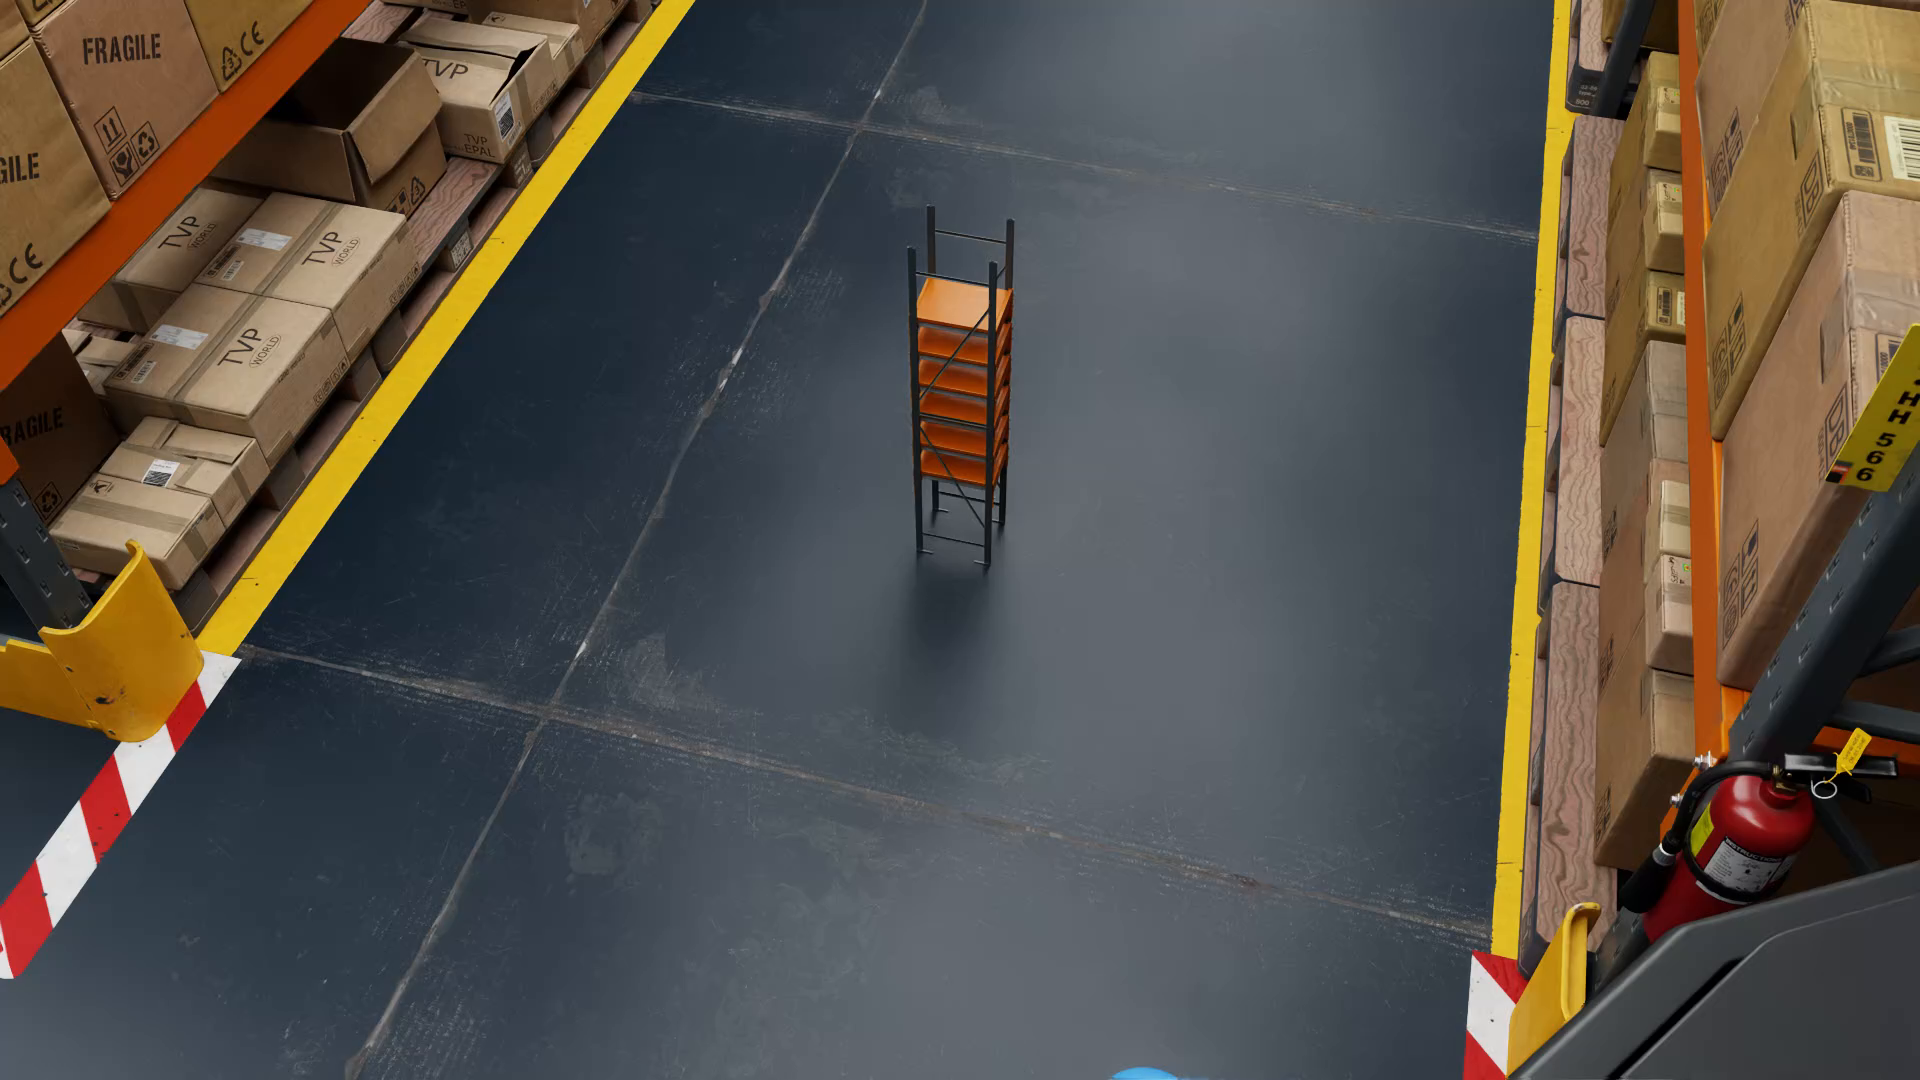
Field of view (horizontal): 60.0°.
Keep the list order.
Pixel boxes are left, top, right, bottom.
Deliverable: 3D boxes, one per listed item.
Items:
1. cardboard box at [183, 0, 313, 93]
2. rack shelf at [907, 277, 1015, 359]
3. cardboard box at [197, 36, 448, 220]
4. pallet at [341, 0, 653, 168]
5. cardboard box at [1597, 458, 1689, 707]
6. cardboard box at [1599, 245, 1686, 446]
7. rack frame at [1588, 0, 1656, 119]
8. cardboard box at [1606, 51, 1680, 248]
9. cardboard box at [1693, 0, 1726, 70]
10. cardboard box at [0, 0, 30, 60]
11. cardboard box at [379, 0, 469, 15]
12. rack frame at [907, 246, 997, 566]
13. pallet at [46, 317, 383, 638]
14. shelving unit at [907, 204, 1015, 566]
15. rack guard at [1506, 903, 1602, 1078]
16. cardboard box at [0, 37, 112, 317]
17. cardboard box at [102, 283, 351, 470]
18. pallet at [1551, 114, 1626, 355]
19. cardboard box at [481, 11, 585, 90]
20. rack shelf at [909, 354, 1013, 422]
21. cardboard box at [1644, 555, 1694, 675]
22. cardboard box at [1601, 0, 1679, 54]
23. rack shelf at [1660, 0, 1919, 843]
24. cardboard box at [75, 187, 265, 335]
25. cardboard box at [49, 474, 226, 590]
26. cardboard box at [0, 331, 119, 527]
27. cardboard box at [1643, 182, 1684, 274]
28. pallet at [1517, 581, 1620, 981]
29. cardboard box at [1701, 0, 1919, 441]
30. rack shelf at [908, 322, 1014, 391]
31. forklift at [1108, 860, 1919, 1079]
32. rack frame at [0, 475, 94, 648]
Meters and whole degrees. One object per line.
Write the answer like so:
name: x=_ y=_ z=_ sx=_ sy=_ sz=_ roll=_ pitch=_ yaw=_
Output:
cardboard box: x=-2.214 y=-1.626 z=4.618 sx=0.500 sy=0.500 sz=0.500 roll=11 pitch=50 yaw=10
rack shelf: x=0.004 y=-0.616 z=4.573 sx=0.258 sy=0.103 sz=0.180 roll=12 pitch=50 yaw=10
cardboard box: x=-2.288 y=-1.441 z=5.892 sx=0.797 sy=0.503 sz=0.637 roll=12 pitch=50 yaw=10
pallet: x=-1.980 y=-2.062 z=6.929 sx=1.003 sy=0.211 sz=1.213 roll=12 pitch=50 yaw=10
cardboard box: x=2.148 y=0.187 z=4.471 sx=0.700 sy=0.500 sz=0.500 roll=11 pitch=50 yaw=10
cardboard box: x=2.413 y=-0.564 z=5.134 sx=0.700 sy=0.500 sz=0.500 roll=13 pitch=50 yaw=11
rack frame: x=2.982 y=-2.506 z=5.461 sx=1.000 sy=3.000 sz=0.127 roll=12 pitch=50 yaw=10
cardboard box: x=2.686 y=-1.297 z=5.781 sx=0.700 sy=0.500 sz=0.500 roll=12 pitch=50 yaw=11
cardboard box: x=2.626 y=-1.689 z=4.540 sx=0.980 sy=0.700 sz=0.700 roll=10 pitch=49 yaw=9
cardboard box: x=-2.480 y=-1.221 z=3.593 sx=0.500 sy=0.500 sz=0.500 roll=13 pitch=50 yaw=11
cardboard box: x=-2.117 y=-2.476 z=6.934 sx=0.500 sy=0.311 sz=0.500 roll=12 pitch=50 yaw=10
rack frame: x=-0.020 y=-0.341 z=4.751 sx=0.240 sy=1.200 sz=0.006 roll=12 pitch=50 yaw=10
pallet: x=-2.622 y=-0.297 z=5.371 sx=1.003 sy=0.211 sz=1.213 roll=12 pitch=50 yaw=10
shelving unit: x=0.004 y=-0.408 z=4.809 sx=0.258 sy=1.200 sz=0.189 roll=12 pitch=50 yaw=10
rack guard: x=1.923 y=1.232 z=3.829 sx=1.175 sy=0.500 sz=0.348 roll=12 pitch=50 yaw=10
cardboard box: x=-2.480 y=-0.890 z=3.968 sx=0.500 sy=0.500 sz=0.500 roll=13 pitch=50 yaw=11
cardboard box: x=-2.303 y=-0.522 z=5.251 sx=0.500 sy=0.250 sz=0.500 roll=12 pitch=50 yaw=10
pallet: x=2.706 y=-1.049 z=6.035 sx=1.003 sy=0.211 sz=1.213 roll=12 pitch=50 yaw=10
cardboard box: x=-1.715 y=-1.932 z=6.562 sx=0.380 sy=0.149 sz=0.250 roll=12 pitch=50 yaw=10
rack shelf: x=0.004 y=-0.458 z=4.753 sx=0.258 sy=0.103 sz=0.180 roll=12 pitch=50 yaw=10
cardboard box: x=1.875 y=0.206 z=4.022 sx=0.380 sy=0.149 sz=0.250 roll=11 pitch=49 yaw=10
cardboard box: x=3.027 y=-2.430 z=6.547 sx=0.750 sy=0.750 sz=0.750 roll=12 pitch=50 yaw=10
rack shelf: x=2.455 y=-0.821 z=4.454 sx=1.077 sy=0.370 sz=4.000 roll=12 pitch=50 yaw=10
cardboard box: x=-2.667 y=-0.947 z=5.625 sx=0.500 sy=0.250 sz=0.500 roll=12 pitch=50 yaw=10
cardboard box: x=-2.409 y=-0.025 z=4.879 sx=0.380 sy=0.149 sz=0.250 roll=12 pitch=50 yaw=10
cardboard box: x=-2.946 y=-0.348 z=4.930 sx=0.500 sy=0.500 sz=0.500 roll=12 pitch=50 yaw=10
cardboard box: x=2.283 y=-0.923 z=5.018 sx=0.380 sy=0.149 sz=0.250 roll=10 pitch=49 yaw=9
pallet: x=2.064 y=0.716 z=4.477 sx=1.003 sy=0.211 sz=1.213 roll=12 pitch=50 yaw=10
cardboard box: x=2.234 y=-0.611 z=3.589 sx=0.980 sy=0.700 sz=0.700 roll=11 pitch=50 yaw=10
rack shelf: x=0.004 y=-0.537 z=4.663 sx=0.258 sy=0.103 sz=0.180 roll=12 pitch=50 yaw=10
forklift: x=0.880 y=1.763 z=1.739 sx=1.130 sy=2.935 sz=3.031 roll=-31 pitch=55 yaw=-24
rack frame: x=-2.851 y=-0.588 z=3.768 sx=1.000 sy=3.000 sz=0.127 roll=12 pitch=50 yaw=10
